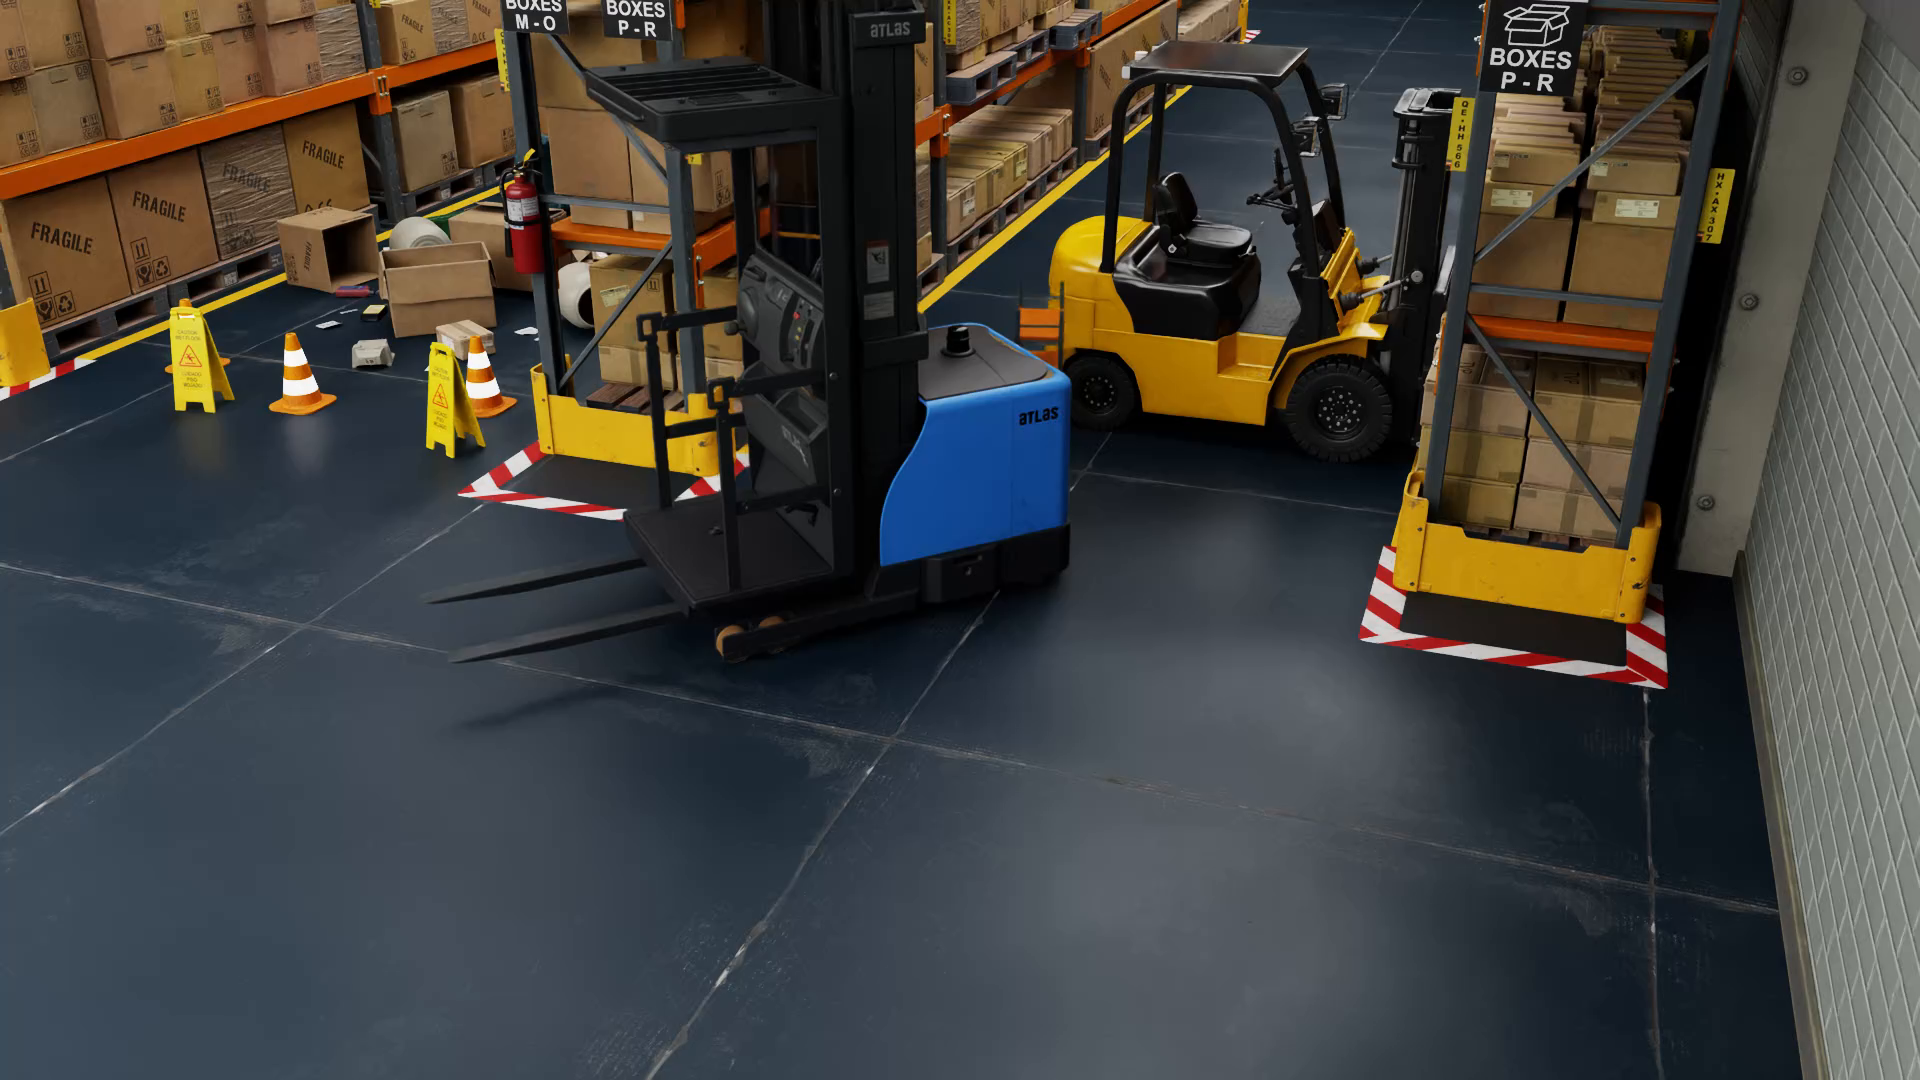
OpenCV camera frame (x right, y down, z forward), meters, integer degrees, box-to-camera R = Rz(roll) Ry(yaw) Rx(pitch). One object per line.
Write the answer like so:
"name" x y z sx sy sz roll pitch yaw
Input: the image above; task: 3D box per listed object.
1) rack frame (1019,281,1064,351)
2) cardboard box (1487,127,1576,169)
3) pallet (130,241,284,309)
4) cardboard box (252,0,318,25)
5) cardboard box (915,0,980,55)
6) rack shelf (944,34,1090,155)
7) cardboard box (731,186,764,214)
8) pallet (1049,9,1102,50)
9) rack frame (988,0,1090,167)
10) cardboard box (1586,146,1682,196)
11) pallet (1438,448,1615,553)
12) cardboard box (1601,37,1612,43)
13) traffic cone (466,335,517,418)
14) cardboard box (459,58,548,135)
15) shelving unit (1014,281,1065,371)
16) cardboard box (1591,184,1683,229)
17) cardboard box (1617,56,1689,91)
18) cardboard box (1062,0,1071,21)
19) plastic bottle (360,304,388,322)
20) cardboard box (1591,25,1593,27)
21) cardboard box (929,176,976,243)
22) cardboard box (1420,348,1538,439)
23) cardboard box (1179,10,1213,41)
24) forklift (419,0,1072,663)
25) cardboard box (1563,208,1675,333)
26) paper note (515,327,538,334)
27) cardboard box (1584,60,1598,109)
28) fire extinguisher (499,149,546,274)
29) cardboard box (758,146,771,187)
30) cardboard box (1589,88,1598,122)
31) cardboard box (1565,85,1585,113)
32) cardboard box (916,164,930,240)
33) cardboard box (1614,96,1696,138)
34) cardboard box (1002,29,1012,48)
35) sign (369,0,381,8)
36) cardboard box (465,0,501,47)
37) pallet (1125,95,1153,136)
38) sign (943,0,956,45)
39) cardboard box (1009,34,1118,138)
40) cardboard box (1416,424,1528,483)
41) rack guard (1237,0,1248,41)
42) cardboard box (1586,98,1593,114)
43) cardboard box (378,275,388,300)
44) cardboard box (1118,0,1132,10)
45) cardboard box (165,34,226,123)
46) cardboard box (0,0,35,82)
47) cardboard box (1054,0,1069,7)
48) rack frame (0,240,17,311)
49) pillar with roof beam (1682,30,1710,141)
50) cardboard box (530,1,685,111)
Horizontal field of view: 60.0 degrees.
"rack frame" 0.434 -0.830 9.088 0.240 1.200 0.015 2 26 3
"cardboard box" 2.731 -1.862 7.953 0.380 0.149 0.250 9 27 18
"pallet" -6.026 -2.086 12.817 1.003 0.211 1.213 9 27 17
"cardboard box" -5.524 -4.310 12.798 0.875 0.550 0.550 9 27 17
"cardboard box" -0.167 -3.988 12.608 0.500 0.500 0.500 9 27 19
"rack shelf" 0.072 -3.968 14.328 1.077 0.370 4.000 9 27 17
"cardboard box" -1.381 -2.025 9.779 0.380 0.149 0.250 8 27 16
"pallet" 0.601 -4.719 15.274 1.213 0.211 1.003 9 27 17
"rack frame" 0.738 -5.113 15.869 1.000 3.000 0.127 9 27 17
"cardboard box" 3.071 -1.685 7.588 0.380 0.149 0.250 8 27 16
"pallet" 2.973 -0.173 8.864 1.003 0.211 1.213 9 27 17
"cardboard box" 4.547 -3.304 11.273 0.380 0.149 0.250 8 27 16
"traffic cone" -2.998 -1.048 10.383 0.336 0.463 0.334 9 27 17
"cardboard box" -4.539 -4.369 16.431 1.050 0.750 0.750 9 27 18
"shelving unit" 0.418 -0.724 8.869 0.258 1.200 0.503 2 26 3
"cardboard box" 3.115 -1.546 7.642 0.380 0.149 0.250 8 27 16
"cardboard box" 4.045 -2.727 9.740 0.380 0.149 0.250 8 27 16
"cardboard box" 0.788 -4.790 15.007 0.380 0.149 0.250 9 27 17
"plastic bottle" -4.260 -1.663 12.115 0.133 0.061 0.283 0 26 -1
"cardboard box" 5.532 -4.328 13.844 0.500 0.250 0.500 9 27 19
"cardboard box" -0.421 -2.692 13.401 0.950 0.372 0.625 9 27 18
"cardboard box" 2.617 -0.743 8.369 0.500 0.250 0.500 10 27 19
"cardboard box" 2.676 -6.403 20.991 0.875 0.438 0.875 8 27 16
"forklift" -1.003 -1.022 7.497 3.031 2.935 1.130 -13 29 -24
"cardboard box" 3.184 -1.316 7.911 0.500 0.500 0.500 10 27 19
"paper note" -3.063 -1.489 11.803 0.148 0.019 0.142 20 32 35
"cardboard box" 4.499 -3.080 11.268 0.500 0.250 0.500 8 27 17
"fire extinguisher" -2.397 -1.811 9.136 0.296 0.674 0.183 9 27 17
"cardboard box" -1.336 -2.372 9.752 0.500 0.500 0.500 10 27 19
"cardboard box" 3.857 -2.503 9.618 0.380 0.149 0.250 10 27 19
"cardboard box" 3.183 -2.387 9.038 0.380 0.149 0.250 9 27 18
"cardboard box" -0.537 -2.476 12.235 0.500 0.500 0.500 8 27 17
"cardboard box" 3.605 -2.203 8.659 0.380 0.149 0.250 8 27 16
"cardboard box" 0.211 -4.157 13.699 0.380 0.149 0.250 9 27 18
"sign" -4.771 -4.491 13.500 0.100 0.325 0.005 9 27 17
"cardboard box" -4.530 -4.781 15.067 0.500 0.500 0.500 9 27 17
"pallet" 1.479 -4.671 18.155 1.003 0.211 1.213 9 27 17
"sign" -0.079 -3.784 12.129 0.100 0.325 0.005 9 27 17
"cardboard box" 1.046 -4.618 16.802 0.875 0.875 0.875 8 27 17
"cardboard box" 2.625 -0.529 8.501 0.500 0.250 0.500 8 27 17
"rack guard" 3.408 -7.286 23.224 1.175 0.500 0.348 9 27 17
"cardboard box" 4.025 -2.368 10.084 0.500 0.500 0.500 9 27 18
"cardboard box" -4.130 -1.942 12.456 0.396 0.266 0.258 14 29 26
"cardboard box" 1.472 -5.639 17.126 0.500 0.250 0.500 10 27 19
"cardboard box" -5.941 -3.393 12.145 0.875 0.550 0.500 9 27 17
"cardboard box" -6.466 -3.202 10.511 0.875 0.550 0.550 9 27 17
"cardboard box" 0.687 -5.040 14.779 0.500 0.500 0.500 8 27 17
"rack frame" -6.626 -2.502 10.475 1.000 3.000 0.127 9 27 17
"pillar with roof beam" 1.776 -7.053 12.991 9.100 9.000 0.400 9 27 17
"cardboard box" -1.960 -2.696 9.273 0.700 0.500 0.500 8 27 16
